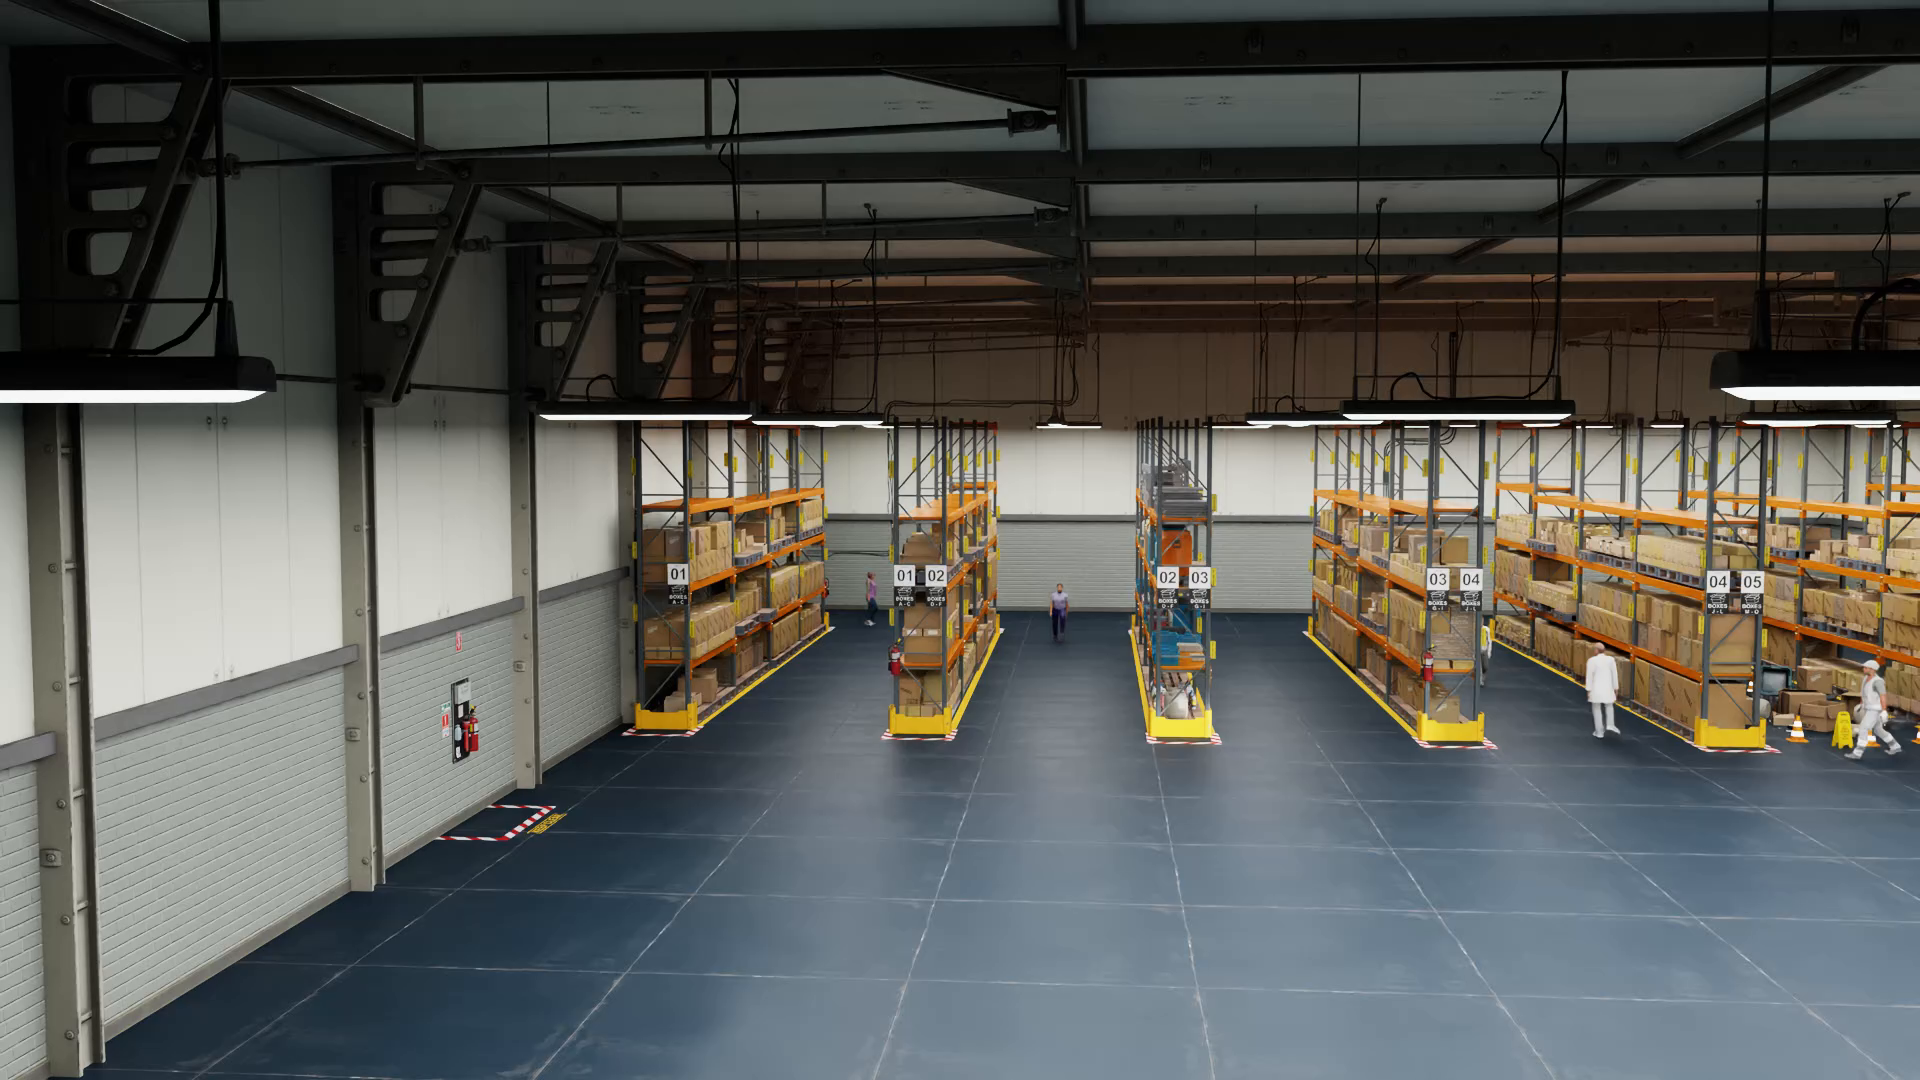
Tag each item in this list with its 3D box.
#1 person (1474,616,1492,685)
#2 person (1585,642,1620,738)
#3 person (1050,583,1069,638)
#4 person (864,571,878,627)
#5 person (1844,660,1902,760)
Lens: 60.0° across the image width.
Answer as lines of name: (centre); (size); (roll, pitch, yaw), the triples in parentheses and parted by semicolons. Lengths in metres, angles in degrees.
person: (11.794, 2.478, 37.673); (0.474, 1.542, 0.961); (1, 4, 11)
person: (11.997, 2.810, 31.048); (0.613, 1.775, 0.584); (0, 4, 7)
person: (2.701, 1.952, 45.116); (0.512, 1.518, 1.043); (0, 4, 5)
person: (-2.622, 1.728, 49.022); (0.445, 1.623, 0.437); (0, 4, 3)
person: (15.932, 2.954, 28.996); (1.057, 1.750, 0.601); (0, 4, 1)
